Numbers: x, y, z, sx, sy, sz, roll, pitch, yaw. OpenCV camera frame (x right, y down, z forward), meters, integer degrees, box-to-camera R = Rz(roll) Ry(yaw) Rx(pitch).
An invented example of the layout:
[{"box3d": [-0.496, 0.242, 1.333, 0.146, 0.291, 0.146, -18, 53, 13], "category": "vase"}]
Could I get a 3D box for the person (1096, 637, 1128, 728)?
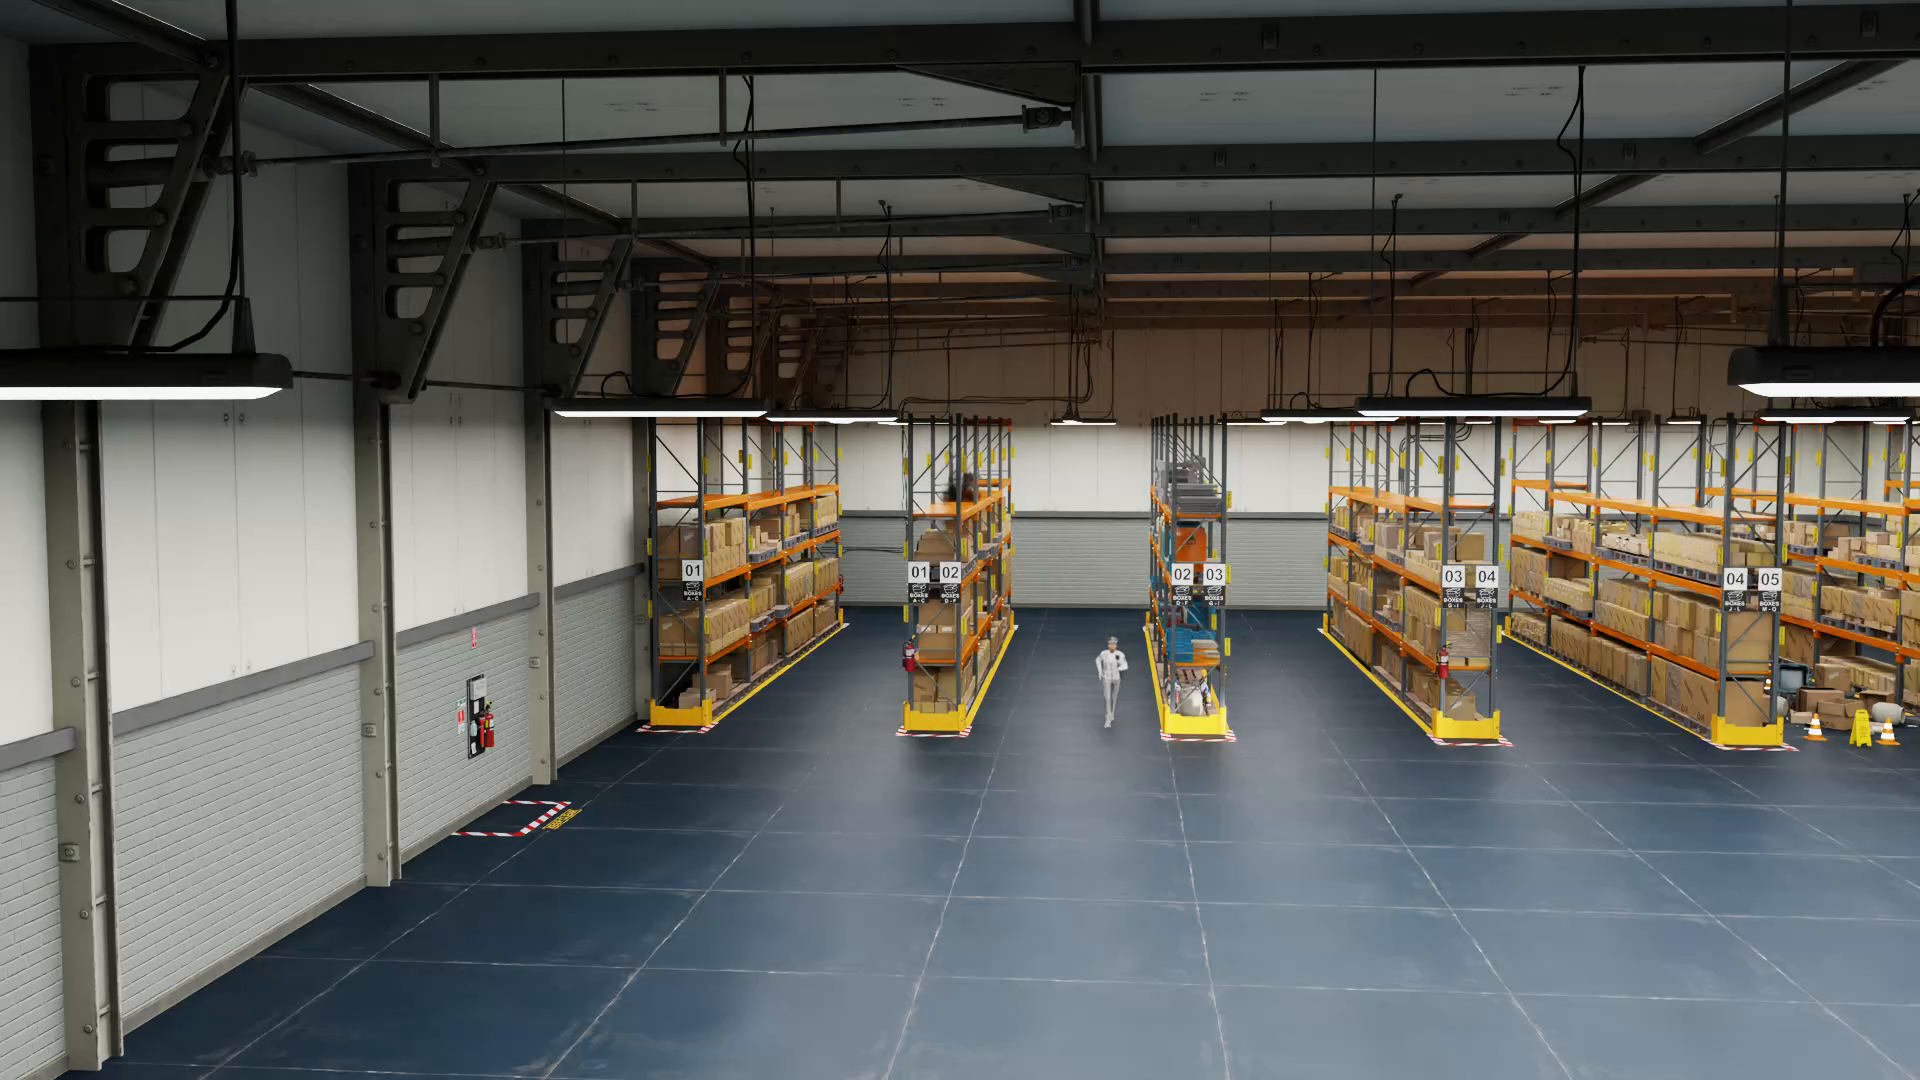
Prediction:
[{"box3d": [2.937, 2.710, 32.061, 0.595, 1.720, 0.800, 0, 4, 0], "category": "person"}]
